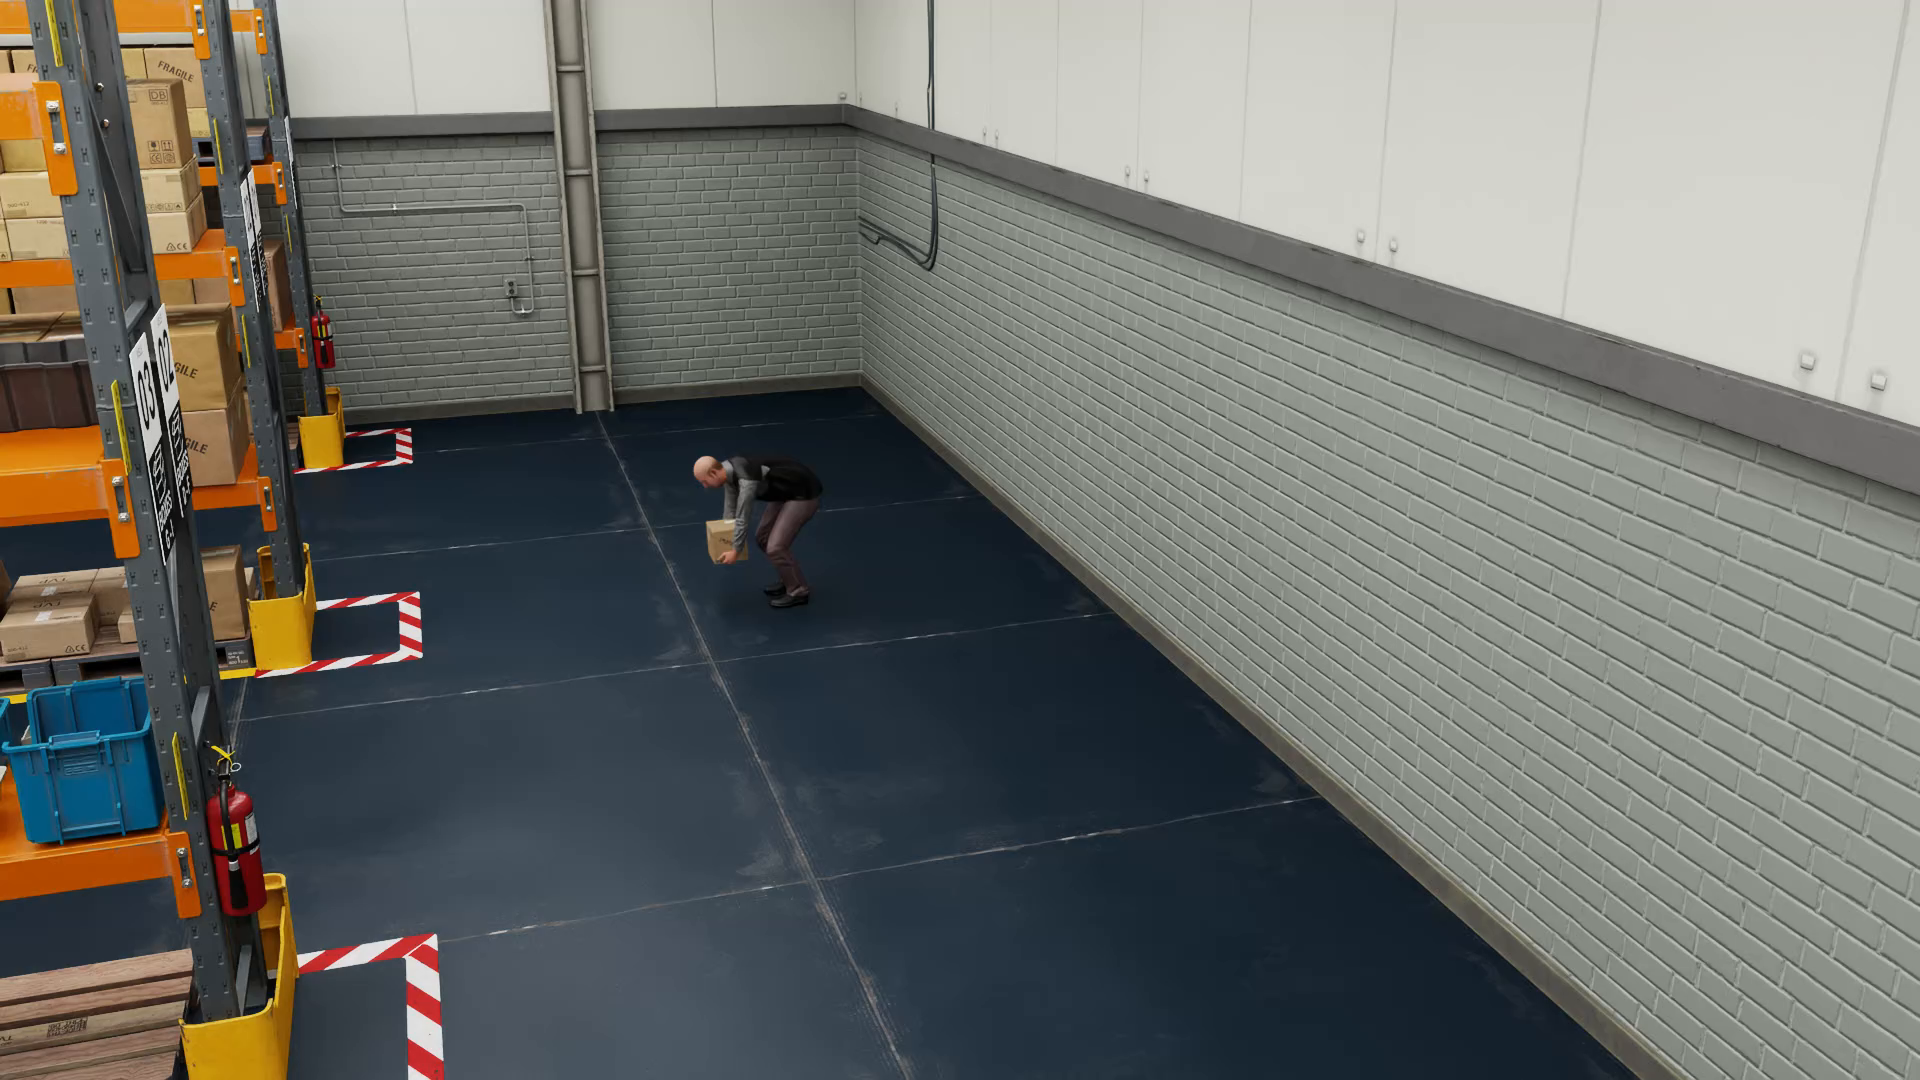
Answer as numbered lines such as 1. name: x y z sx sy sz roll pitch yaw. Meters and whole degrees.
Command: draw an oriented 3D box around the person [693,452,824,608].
1. person: -1.472 -0.091 12.221 0.936 1.164 0.484 -7 20 -19
